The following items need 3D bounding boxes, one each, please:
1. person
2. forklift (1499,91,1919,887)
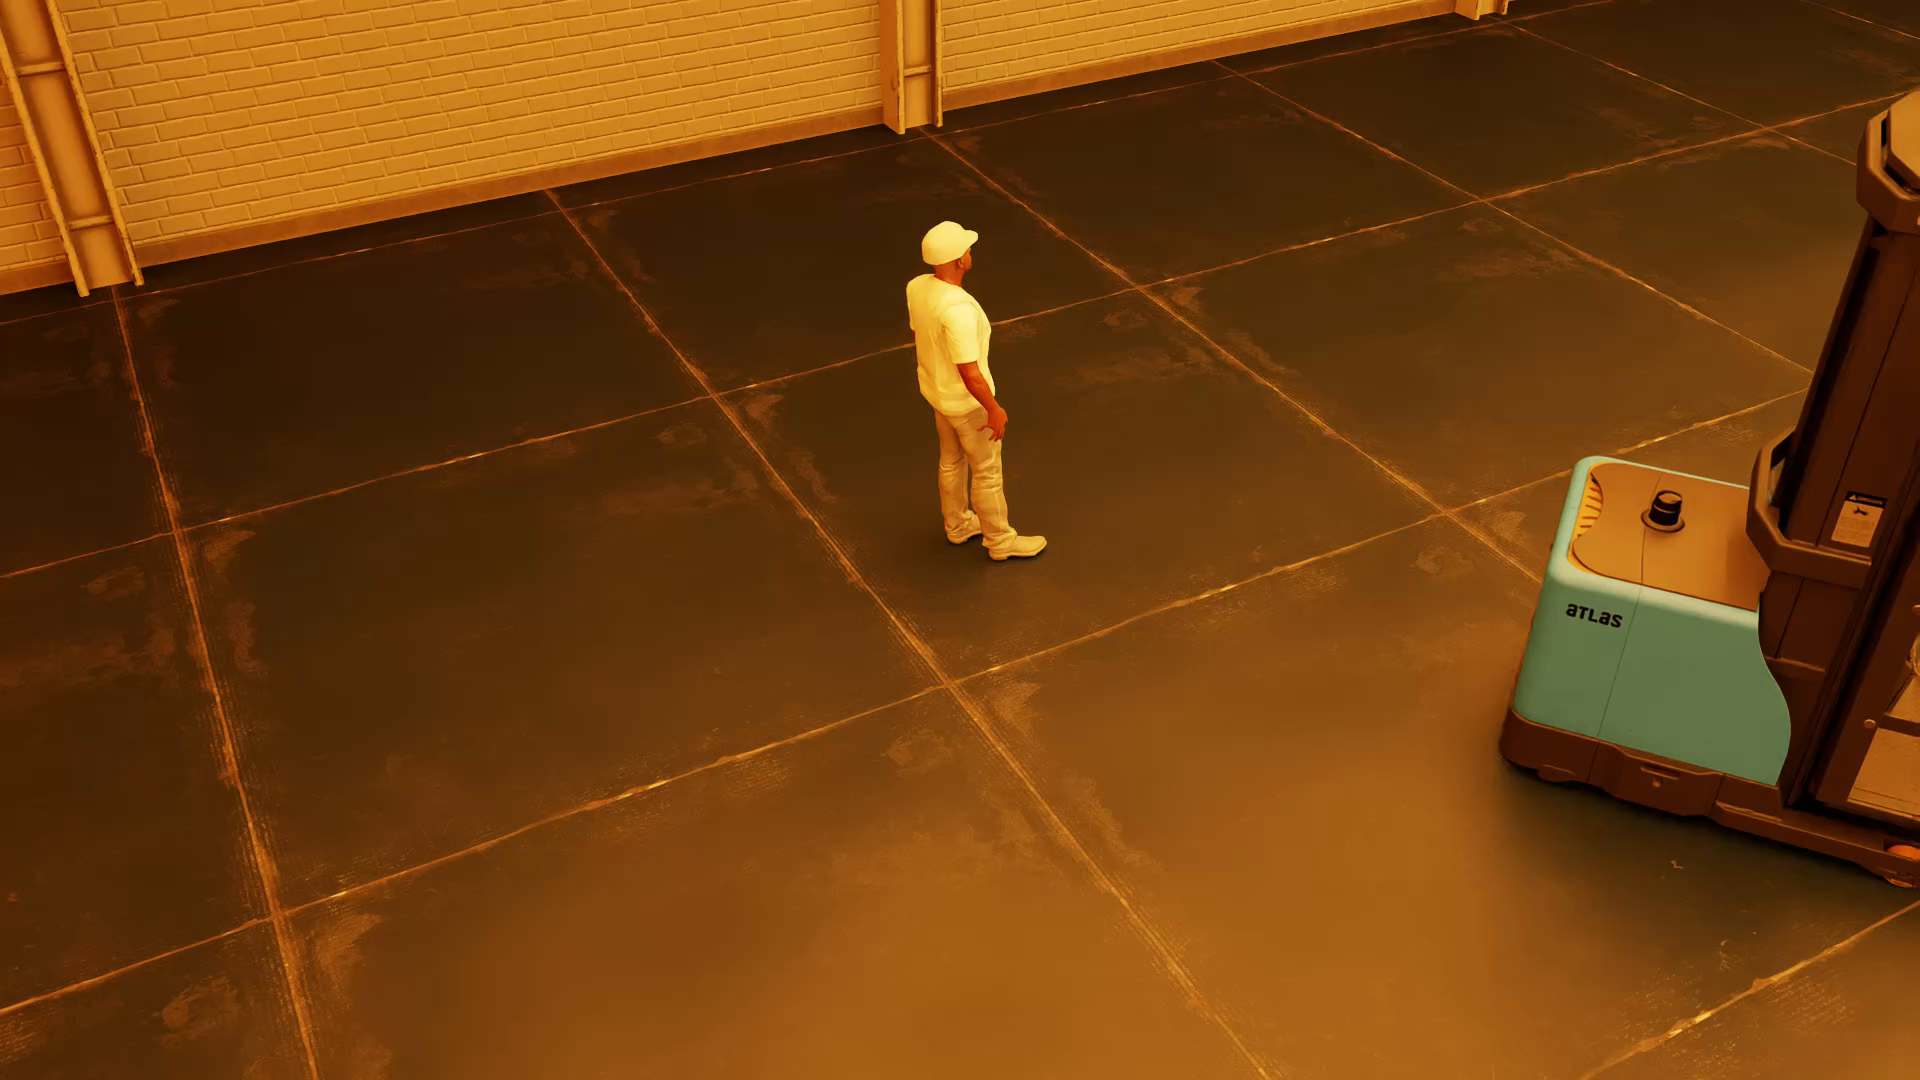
[{"bbox_3d":[0.065,-0.741,8.173,0.575,1.762,0.665,-17,39,-23],"label":"person"},{"bbox_3d":[3.915,-0.109,6.277,3.031,2.935,1.130,15,38,20],"label":"forklift"}]
